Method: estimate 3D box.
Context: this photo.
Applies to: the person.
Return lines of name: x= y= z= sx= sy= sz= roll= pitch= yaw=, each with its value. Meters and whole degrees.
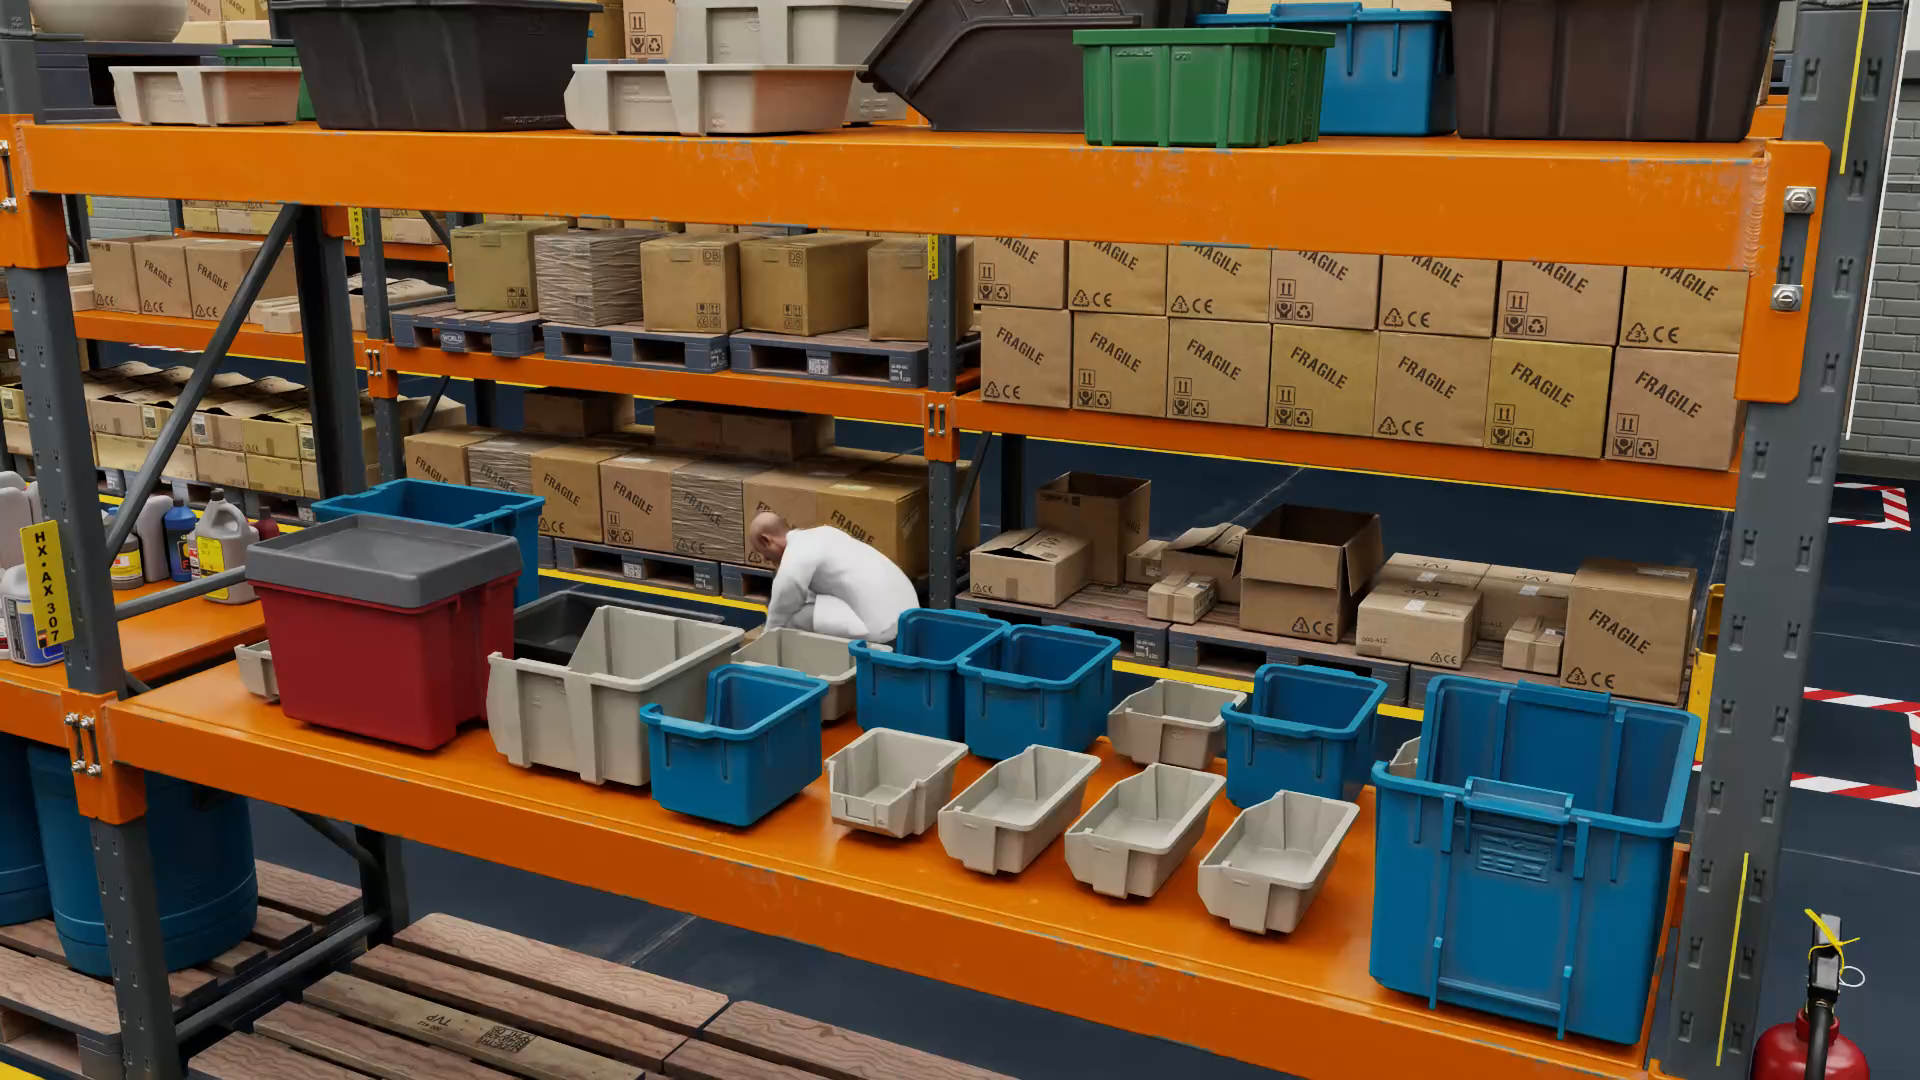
person: x=-0.618 y=0.320 z=8.076 sx=0.879 sy=0.891 sz=0.599 roll=8 pitch=17 yaw=26
